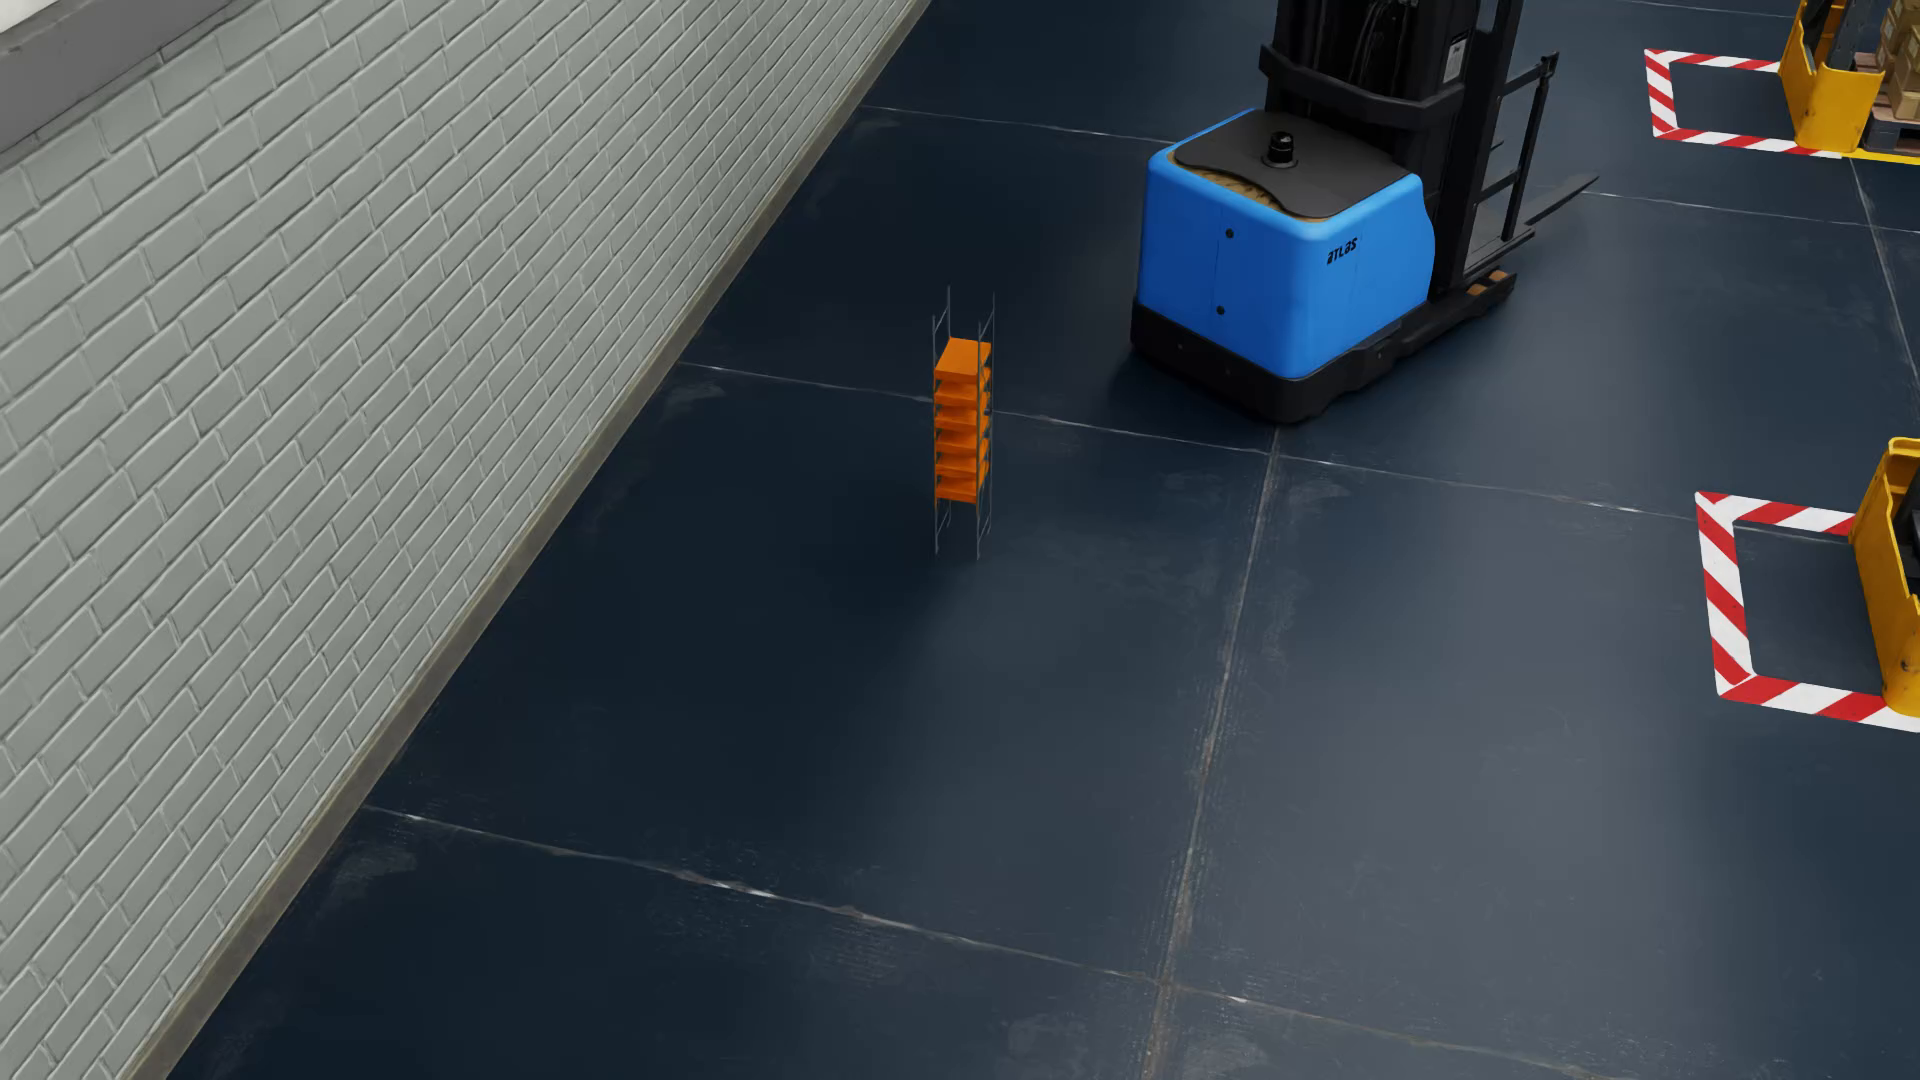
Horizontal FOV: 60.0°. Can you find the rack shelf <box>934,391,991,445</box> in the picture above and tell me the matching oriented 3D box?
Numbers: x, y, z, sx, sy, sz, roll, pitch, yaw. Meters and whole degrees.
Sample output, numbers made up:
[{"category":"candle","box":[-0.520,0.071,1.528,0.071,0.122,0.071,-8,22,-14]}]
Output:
[{"category":"rack shelf","box":[0.014,-0.515,6.813,0.180,0.103,0.258,10,41,11]}]

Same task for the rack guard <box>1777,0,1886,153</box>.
[{"category":"rack guard","box":[5.390,-2.906,10.322,0.348,0.500,1.175,10,41,11]}]

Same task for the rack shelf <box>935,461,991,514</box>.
[{"category":"rack shelf","box":[0.014,-0.239,7.044,0.180,0.103,0.258,10,41,11]}]

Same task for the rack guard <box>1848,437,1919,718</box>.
[{"category":"rack guard","box":[3.914,0.142,6.693,0.348,0.500,1.175,10,41,11]}]

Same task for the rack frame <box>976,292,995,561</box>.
[{"category":"rack frame","box":[0.102,-0.442,6.843,0.006,1.200,0.240,10,41,11]}]

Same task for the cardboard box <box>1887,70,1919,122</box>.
[{"category":"cardboard box","box":[5.740,-2.659,9.974,0.250,0.149,0.380,11,41,12]}]

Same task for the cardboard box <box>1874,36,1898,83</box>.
[{"category":"cardboard box","box":[5.879,-2.987,10.365,0.250,0.149,0.380,10,41,12]}]

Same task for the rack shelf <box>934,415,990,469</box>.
[{"category":"rack shelf","box":[0.014,-0.423,6.890,0.180,0.103,0.258,10,41,11]}]

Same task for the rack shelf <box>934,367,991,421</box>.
[{"category":"rack shelf","box":[0.014,-0.607,6.735,0.180,0.103,0.258,10,41,11]}]

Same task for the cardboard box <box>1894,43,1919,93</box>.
[{"category":"cardboard box","box":[5.757,-2.813,9.926,0.250,0.149,0.380,11,41,13]}]

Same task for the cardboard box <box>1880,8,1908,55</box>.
[{"category":"cardboard box","box":[5.901,-3.149,10.326,0.250,0.149,0.380,9,41,10]}]

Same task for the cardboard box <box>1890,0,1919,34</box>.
[{"category":"cardboard box","box":[5.894,-3.243,10.206,0.250,0.149,0.380,10,41,12]}]

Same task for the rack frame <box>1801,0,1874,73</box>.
[{"category":"rack frame","box":[5.317,-3.876,9.533,0.127,3.000,1.000,10,41,11]}]

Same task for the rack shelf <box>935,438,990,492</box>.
[{"category":"rack shelf","box":[0.014,-0.331,6.967,0.180,0.103,0.258,10,41,11]}]

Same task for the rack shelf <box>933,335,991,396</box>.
[{"category":"rack shelf","box":[0.014,-0.699,6.658,0.180,0.103,0.258,10,41,11]}]

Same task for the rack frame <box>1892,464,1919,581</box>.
[{"category":"rack frame","box":[3.937,-0.812,5.884,0.127,3.000,1.000,10,41,11]}]

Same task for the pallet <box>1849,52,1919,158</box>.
[{"category":"pallet","box":[6.166,-2.639,10.228,1.213,0.211,1.003,10,41,11]}]

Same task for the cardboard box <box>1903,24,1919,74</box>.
[{"category":"cardboard box","box":[5.735,-2.875,9.768,0.250,0.149,0.380,8,41,9]}]

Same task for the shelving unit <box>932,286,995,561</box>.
[{"category":"shelving unit","box":[0.014,-0.457,6.861,0.189,1.200,0.258,10,41,11]}]

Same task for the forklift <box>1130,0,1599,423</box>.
[{"category":"forklift","box":[2.270,-2.501,7.949,3.031,2.935,1.130,-31,49,-32]}]

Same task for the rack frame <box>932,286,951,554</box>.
[{"category":"rack frame","box":[-0.074,-0.472,6.879,0.006,1.200,0.240,10,41,11]}]
